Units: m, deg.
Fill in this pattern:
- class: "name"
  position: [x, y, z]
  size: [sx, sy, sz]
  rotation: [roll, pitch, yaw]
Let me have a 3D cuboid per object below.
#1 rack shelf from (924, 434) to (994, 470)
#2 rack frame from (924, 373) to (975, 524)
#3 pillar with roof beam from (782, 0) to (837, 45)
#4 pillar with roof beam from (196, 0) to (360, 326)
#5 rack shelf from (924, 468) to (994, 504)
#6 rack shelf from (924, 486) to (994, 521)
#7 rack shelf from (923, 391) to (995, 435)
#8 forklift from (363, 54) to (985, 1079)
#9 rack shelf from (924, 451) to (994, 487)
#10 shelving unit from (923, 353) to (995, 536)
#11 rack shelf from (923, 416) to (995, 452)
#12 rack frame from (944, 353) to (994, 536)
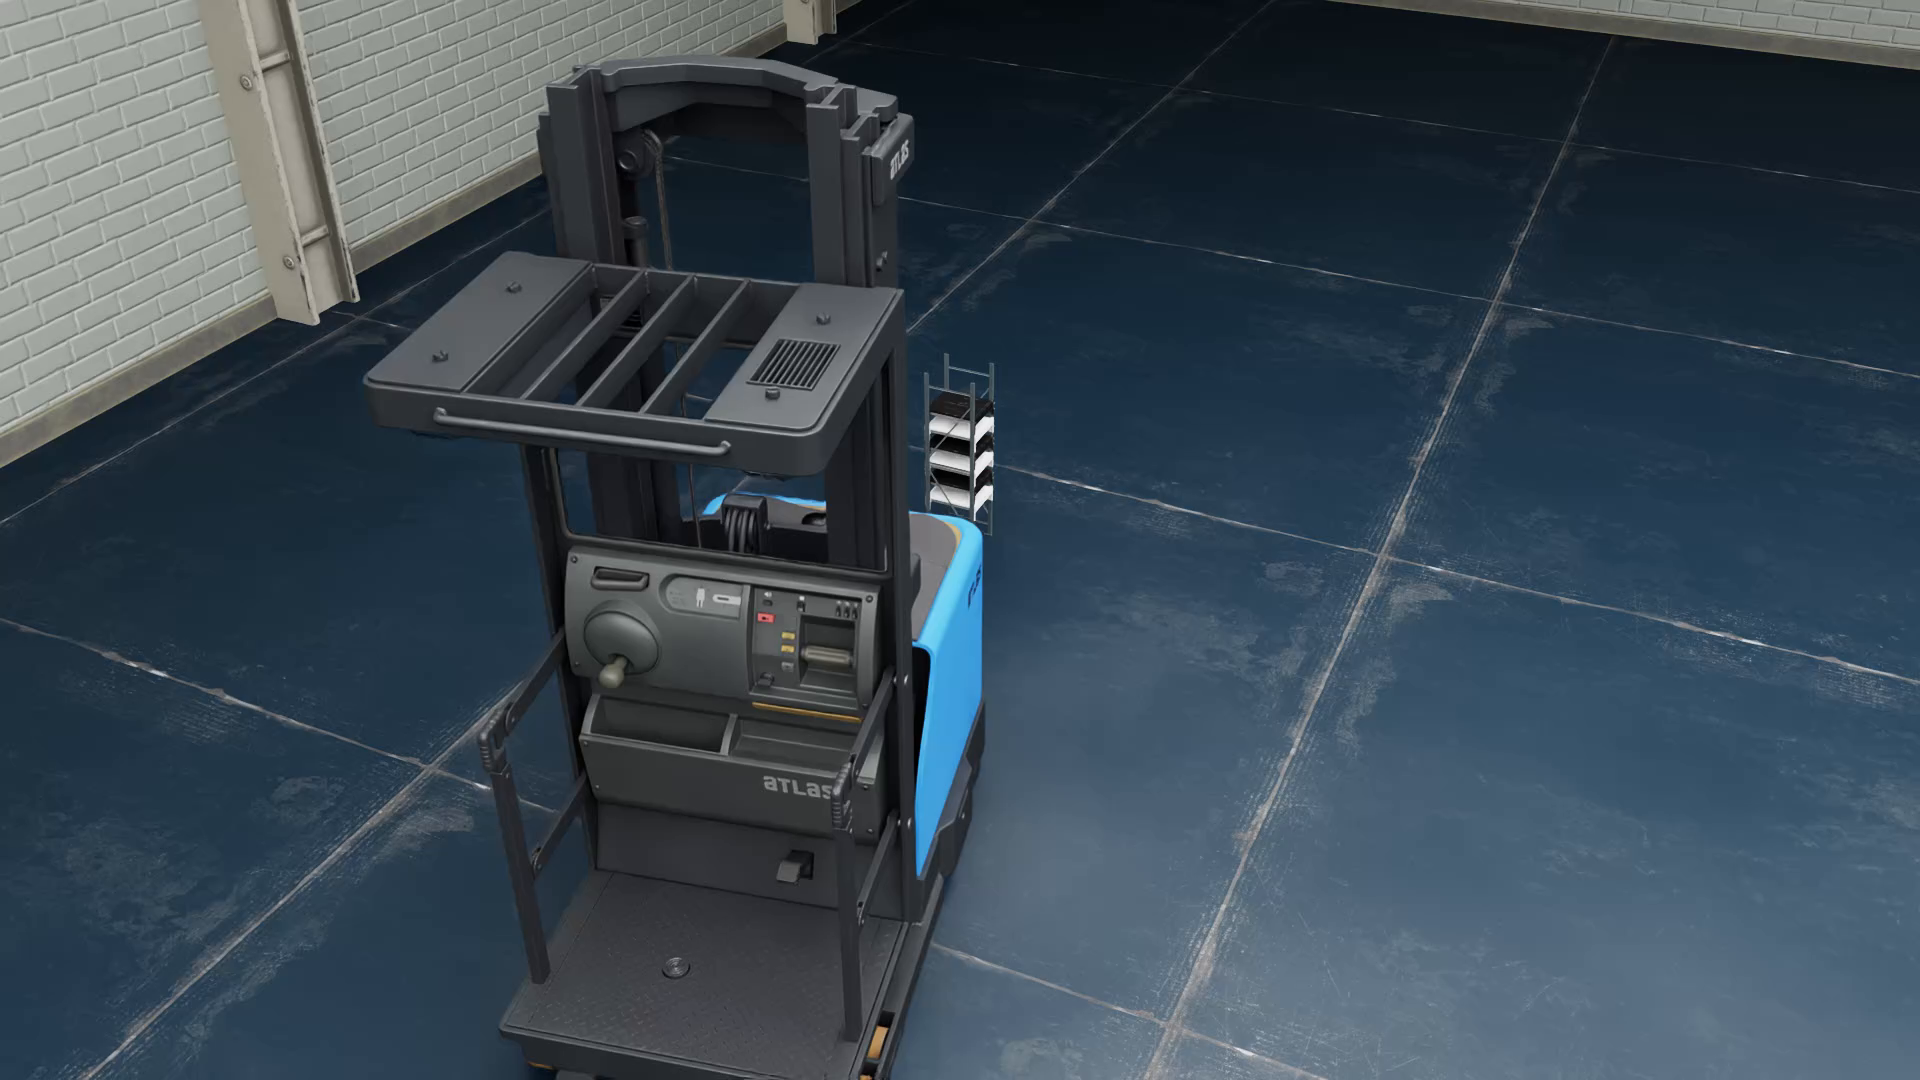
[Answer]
- class: "rack shelf"
  position: [-0.003, -0.420, 7.466]
  size: [0.258, 0.077, 0.200]
  rotation: [14, 36, 20]
- class: "rack frame"
  position: [-0.046, -0.322, 7.420]
  size: [0.240, 0.900, 0.006]
  rotation: [14, 36, 20]
- class: "pillar with roof beam"
  position: [2.616, -7.140, 10.432]
  size: [9.100, 9.000, 0.400]
  rotation: [14, 36, 20]
- class: "pillar with roof beam"
  position: [0.106, -4.152, 5.875]
  size: [9.100, 9.000, 0.400]
  rotation: [14, 36, 20]
- class: "rack shelf"
  position: [-0.003, -0.269, 7.565]
  size: [0.258, 0.077, 0.200]
  rotation: [14, 36, 20]
- class: "rack shelf"
  position: [-0.003, -0.194, 7.614]
  size: [0.258, 0.077, 0.200]
  rotation: [14, 36, 20]
- class: "rack shelf"
  position: [-0.003, -0.570, 7.367]
  size: [0.258, 0.077, 0.200]
  rotation: [14, 36, 20]
- class: "forklift"
  position: [-0.734, 0.325, 4.581]
  size: [1.130, 2.935, 3.031]
  rotation: [7, 34, 11]
- class: "rack shelf"
  position: [-0.003, -0.344, 7.515]
  size: [0.258, 0.077, 0.200]
  rotation: [14, 36, 20]
- class: "shelving unit"
  position: [-0.003, -0.372, 7.497]
  size: [0.258, 0.900, 0.210]
  rotation: [14, 36, 20]
- class: "rack shelf"
  position: [-0.003, -0.495, 7.417]
  size: [0.258, 0.077, 0.200]
  rotation: [14, 36, 20]
- class: "rack frame"
  position: [0.039, -0.423, 7.574]
  size: [0.240, 0.900, 0.006]
  rotation: [14, 36, 20]
